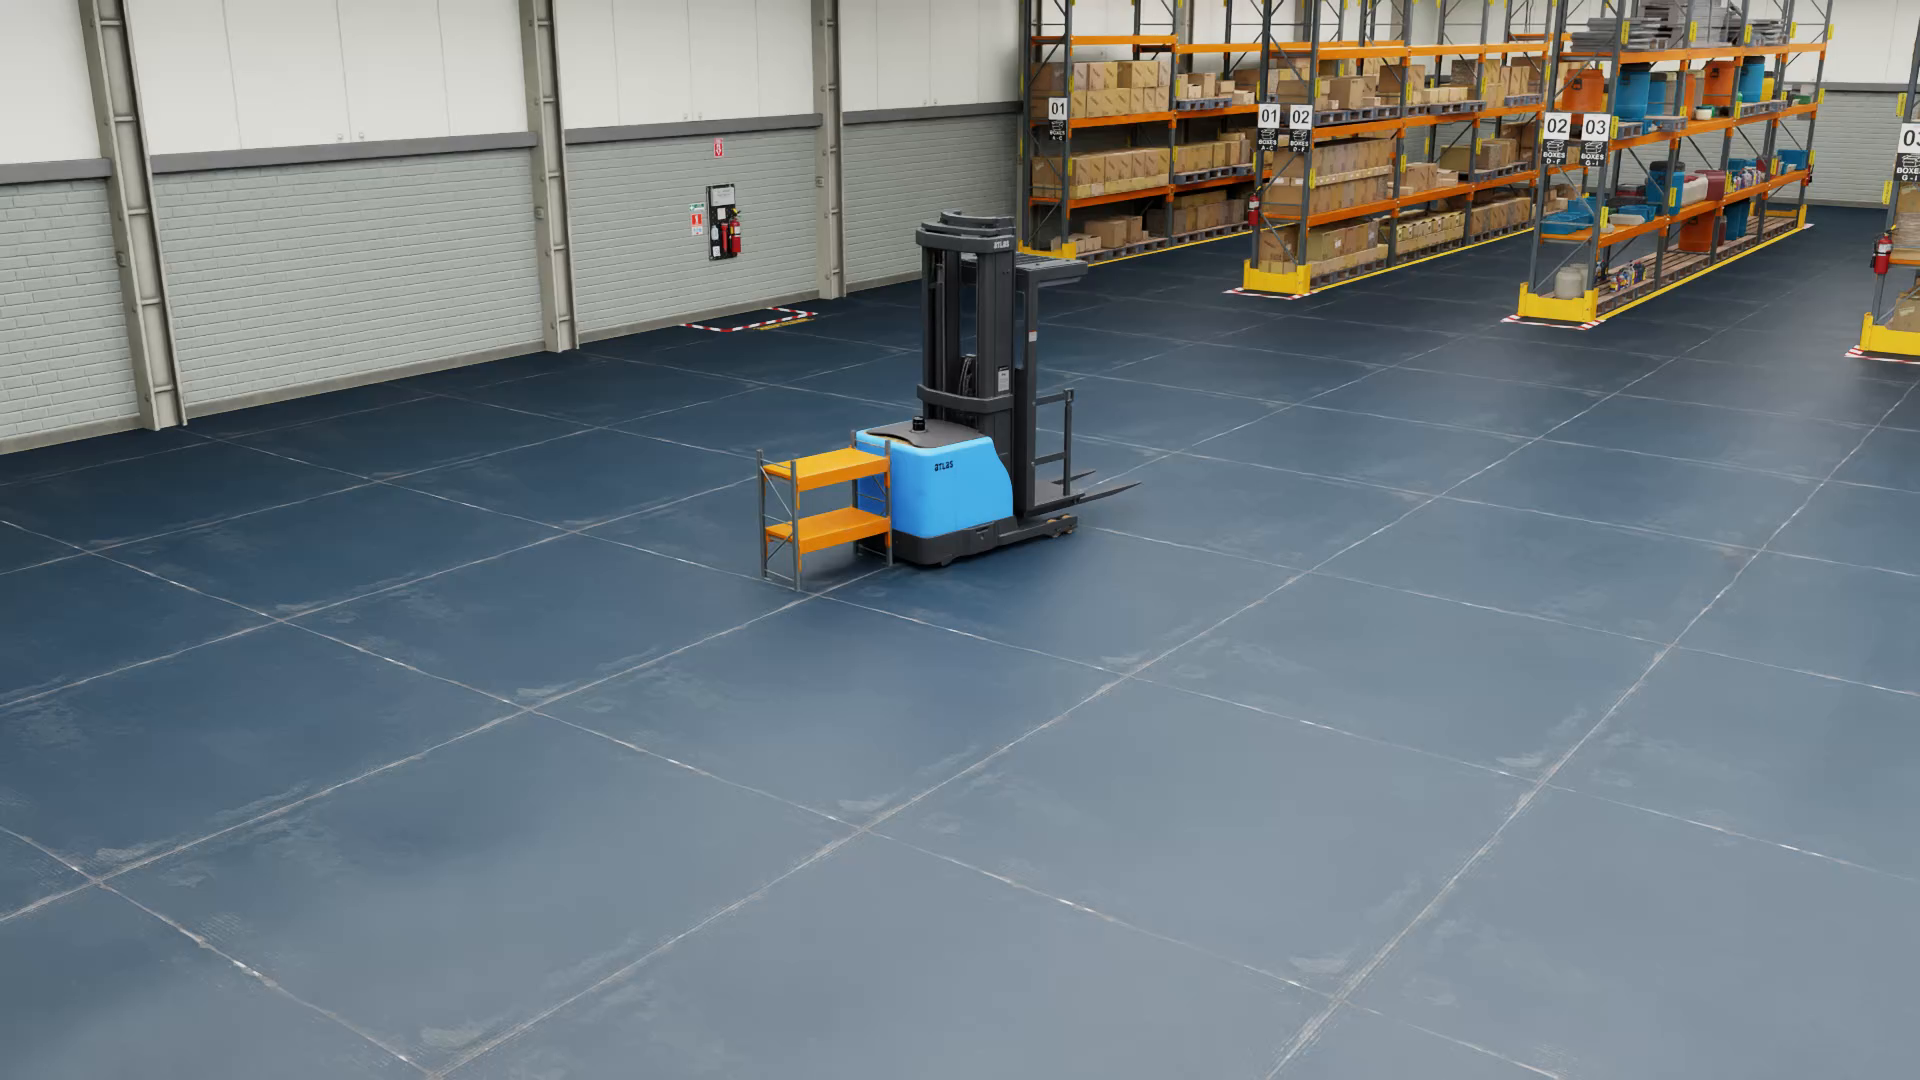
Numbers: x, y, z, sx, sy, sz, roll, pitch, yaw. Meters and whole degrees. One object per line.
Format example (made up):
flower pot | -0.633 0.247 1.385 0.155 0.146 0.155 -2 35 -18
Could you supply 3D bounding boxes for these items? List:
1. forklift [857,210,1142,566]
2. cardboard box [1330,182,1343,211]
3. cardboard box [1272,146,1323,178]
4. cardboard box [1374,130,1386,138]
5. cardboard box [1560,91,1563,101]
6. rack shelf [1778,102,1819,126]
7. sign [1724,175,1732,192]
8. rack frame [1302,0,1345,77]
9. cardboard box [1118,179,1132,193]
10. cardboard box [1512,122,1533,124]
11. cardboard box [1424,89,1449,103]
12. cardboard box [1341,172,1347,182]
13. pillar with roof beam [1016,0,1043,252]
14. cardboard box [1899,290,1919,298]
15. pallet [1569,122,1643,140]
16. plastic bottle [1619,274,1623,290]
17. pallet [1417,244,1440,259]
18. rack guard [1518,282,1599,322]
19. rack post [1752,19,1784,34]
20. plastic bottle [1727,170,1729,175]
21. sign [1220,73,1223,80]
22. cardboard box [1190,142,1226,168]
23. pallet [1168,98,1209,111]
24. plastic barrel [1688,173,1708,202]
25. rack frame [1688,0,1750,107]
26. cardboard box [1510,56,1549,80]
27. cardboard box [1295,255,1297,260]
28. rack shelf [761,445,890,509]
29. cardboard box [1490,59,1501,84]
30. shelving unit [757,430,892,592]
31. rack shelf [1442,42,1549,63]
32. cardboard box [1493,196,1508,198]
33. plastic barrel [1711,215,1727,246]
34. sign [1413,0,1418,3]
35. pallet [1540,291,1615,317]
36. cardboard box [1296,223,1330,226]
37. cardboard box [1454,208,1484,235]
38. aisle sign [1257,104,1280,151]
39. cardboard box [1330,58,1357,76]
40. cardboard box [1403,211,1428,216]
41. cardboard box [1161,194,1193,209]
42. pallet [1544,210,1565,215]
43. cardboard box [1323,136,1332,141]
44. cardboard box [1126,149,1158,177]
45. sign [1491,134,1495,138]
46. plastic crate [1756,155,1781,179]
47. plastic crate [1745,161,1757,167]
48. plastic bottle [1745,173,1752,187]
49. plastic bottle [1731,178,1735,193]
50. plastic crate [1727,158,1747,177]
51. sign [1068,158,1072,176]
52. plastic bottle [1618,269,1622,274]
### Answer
forklift | 0.456 -1.525 15.220 3.031 2.935 1.130 -15 23 -41
cardboard box | 6.519 -6.268 30.209 0.700 0.500 0.500 13 21 35
cardboard box | 5.941 -6.657 29.274 0.700 0.500 0.500 13 21 35
cardboard box | 10.454 -10.399 43.172 0.980 0.700 0.700 12 21 34
cardboard box | 13.860 -10.397 38.867 0.500 0.250 0.500 12 21 35
rack shelf | 17.939 -9.416 36.668 1.077 0.370 4.000 12 21 35
sign | 14.810 -6.880 32.072 0.100 0.325 0.005 12 21 35
rack frame | 8.791 -12.466 40.220 1.000 3.000 0.127 12 21 35
cardboard box | 3.096 -7.107 33.299 0.500 0.250 0.500 13 21 35
cardboard box | 13.168 -9.541 39.060 0.500 0.500 0.500 12 21 34
cardboard box | 9.515 -8.955 33.516 0.500 0.250 0.500 12 21 34
cardboard box | 6.794 -6.589 30.146 0.380 0.149 0.250 12 21 34
pillar with roof beam | 4.820 -9.167 29.595 9.100 9.000 0.400 12 21 35
cardboard box | 14.289 -3.418 24.706 0.500 0.500 0.500 -13 22 -36
pallet | 10.169 -6.514 26.430 1.003 0.211 1.213 12 21 35
plastic bottle | 11.132 -4.358 28.084 0.097 0.271 0.097 0 17 0
pallet | 9.139 -5.964 34.098 1.003 0.211 1.213 12 21 35
rack guard | 9.605 -3.825 26.724 1.175 0.500 0.348 12 21 35
rack post | 16.220 -10.484 33.965 0.937 0.300 0.954 12 21 34
plastic bottle | 16.253 -7.791 35.363 0.144 0.351 0.185 12 21 35
sign | 5.966 -10.466 37.830 0.100 0.325 0.005 12 21 35
cardboard box | 5.411 -8.492 36.627 0.700 0.500 0.500 12 21 35
pallet | 4.477 -9.167 34.969 1.213 0.211 1.003 12 21 35
plastic barrel | 13.922 -6.668 31.477 0.421 0.512 0.421 0 17 0
rack frame | 14.364 -9.763 31.514 1.000 3.000 0.127 12 21 35
cardboard box | 13.030 -10.807 38.080 0.700 0.500 0.500 12 21 35
cardboard box | 5.992 -5.057 30.405 0.500 0.250 0.500 12 21 35
rack shelf | -1.144 -0.543 14.116 1.000 0.278 0.538 -16 23 -41
cardboard box | 11.261 -10.077 35.731 0.500 0.500 0.500 12 21 35
shelving unit | -1.144 -0.264 14.203 1.048 1.125 0.538 -16 23 -41
rack shelf | 11.580 -10.581 36.036 1.077 0.370 4.000 12 21 35
cardboard box | 12.287 -7.671 38.367 0.500 0.500 0.500 11 21 32
plastic barrel | 15.314 -6.335 33.950 0.600 0.588 0.708 12 21 35
sign | 8.436 -10.104 30.771 0.100 0.325 0.005 12 21 35
pallet | 10.093 -3.880 27.387 1.003 0.211 1.213 12 21 35
cardboard box | 6.585 -5.654 31.063 0.500 0.500 0.500 12 21 35
cardboard box | 10.889 -6.848 35.717 0.500 0.500 0.500 14 22 37
aisle sign | 5.346 -7.146 28.821 0.394 0.787 0.004 12 21 35
cardboard box | 9.441 -11.689 40.886 0.500 0.500 0.500 12 21 34
cardboard box | 9.534 -6.730 34.846 0.500 0.311 0.500 12 21 33
cardboard box | 4.709 -7.354 36.082 0.500 0.250 0.500 12 21 34
pallet | 13.908 -7.850 40.173 1.003 0.211 1.213 12 21 35
cardboard box | 8.718 -9.646 40.550 0.500 0.500 0.500 12 21 34
cardboard box | 3.698 -7.705 33.957 0.500 0.500 0.500 12 21 34
sign | 12.331 -9.234 38.468 0.100 0.325 0.005 12 21 35
plastic crate | 17.481 -8.078 35.996 0.402 0.464 0.583 12 21 35
plastic crate | 17.756 -8.366 37.314 0.416 0.233 0.300 12 21 35
plastic bottle | 16.254 -7.433 34.337 0.152 0.276 0.135 12 21 35
plastic bottle | 15.411 -7.077 33.178 0.061 0.283 0.133 12 21 35
plastic crate | 16.751 -8.043 36.018 0.392 0.384 0.575 12 21 35
sign | 2.077 -7.061 31.469 0.100 0.325 0.005 12 21 35
plastic bottle | 11.335 -4.512 28.559 0.061 0.283 0.133 12 21 35
